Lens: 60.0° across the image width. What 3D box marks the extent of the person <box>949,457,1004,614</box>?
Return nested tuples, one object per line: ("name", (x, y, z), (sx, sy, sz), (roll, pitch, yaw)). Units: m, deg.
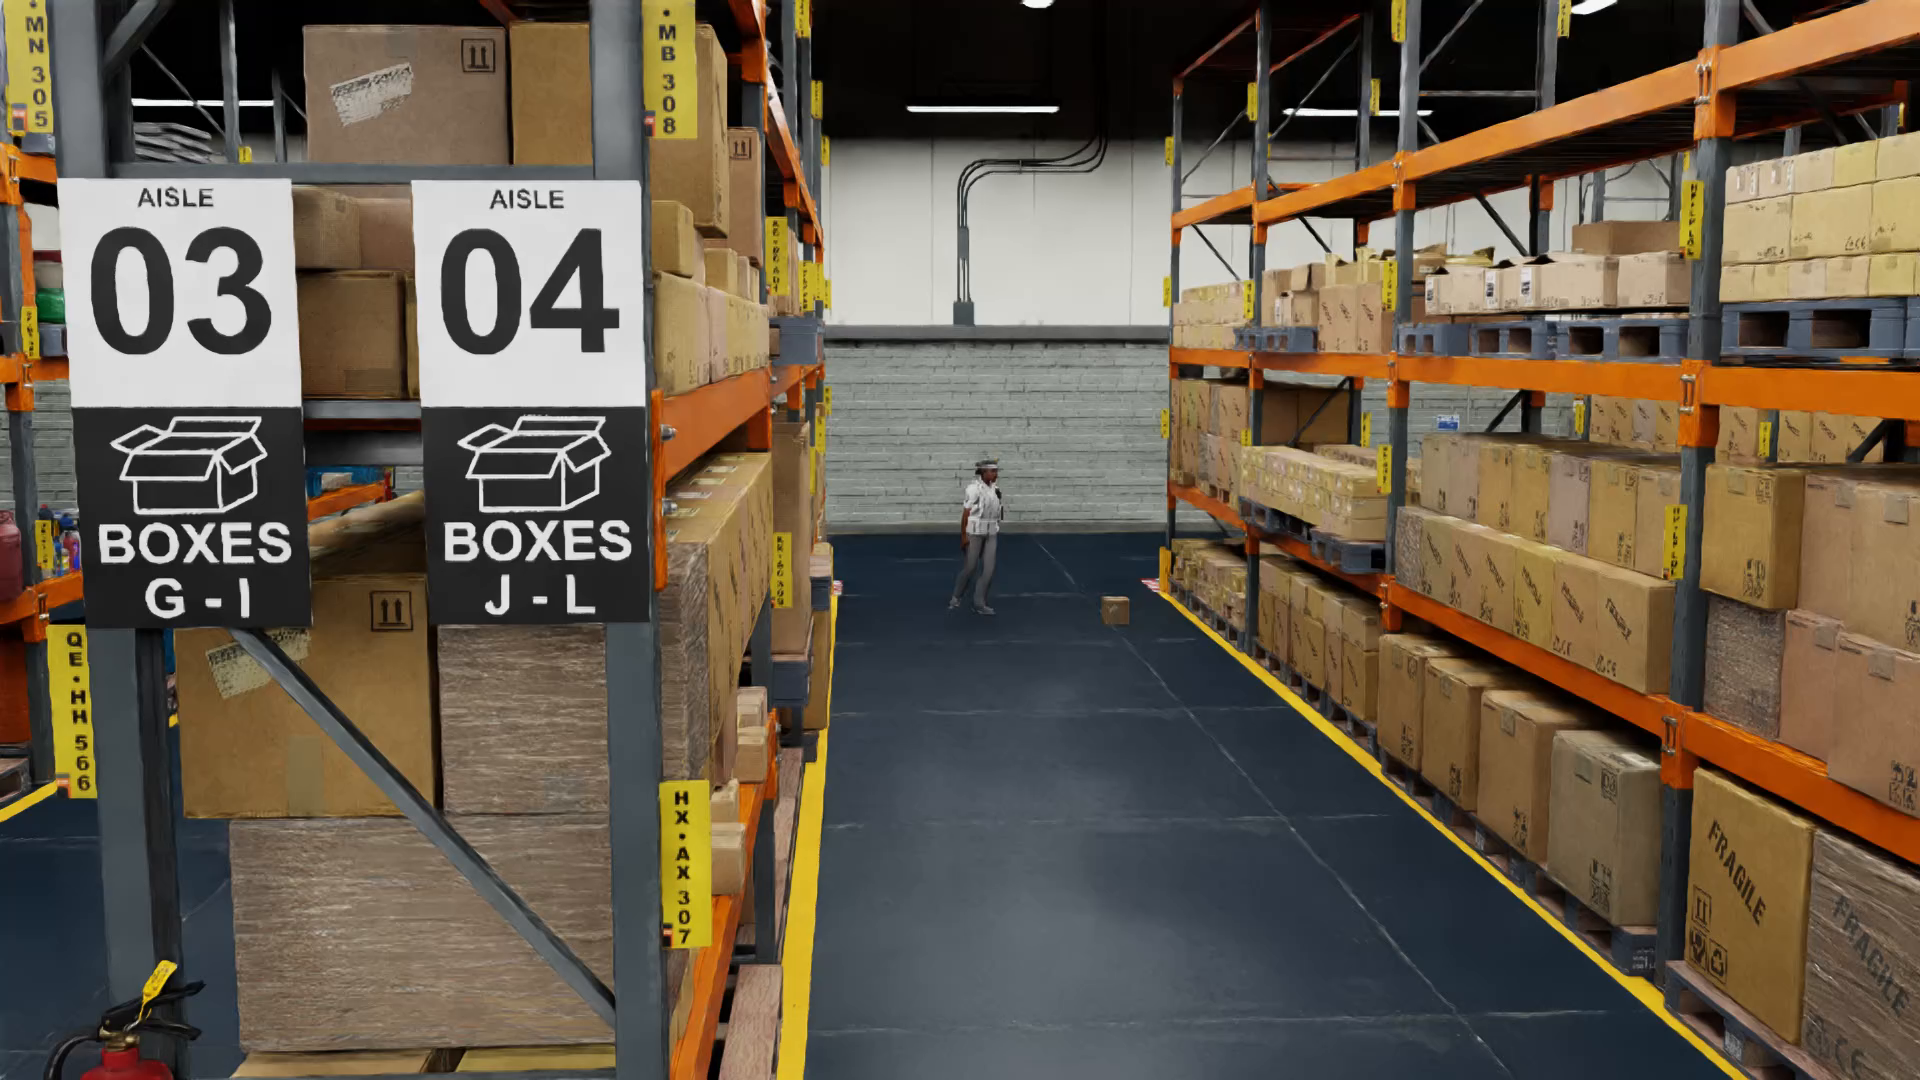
("person", (0.157, -0.056, 17.662), (0.519, 1.666, 0.536), (-5, 9, -38))
